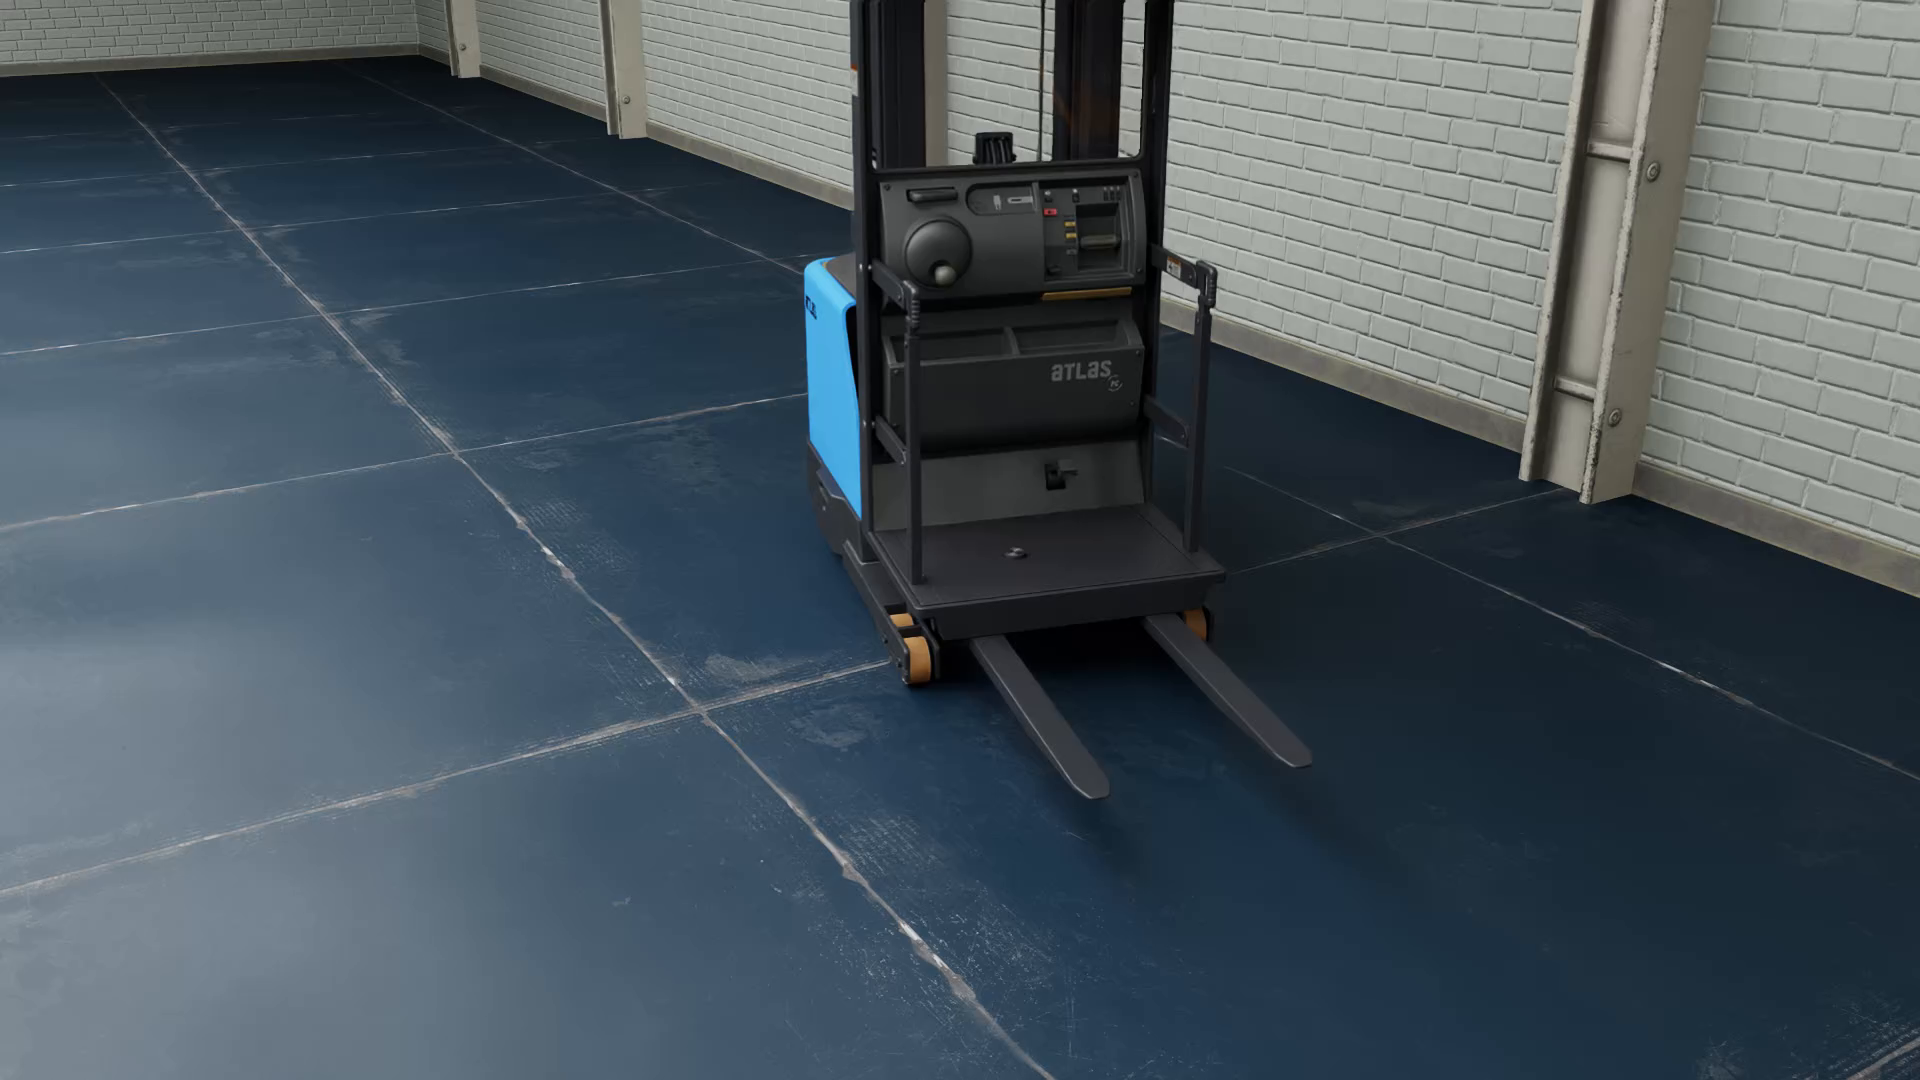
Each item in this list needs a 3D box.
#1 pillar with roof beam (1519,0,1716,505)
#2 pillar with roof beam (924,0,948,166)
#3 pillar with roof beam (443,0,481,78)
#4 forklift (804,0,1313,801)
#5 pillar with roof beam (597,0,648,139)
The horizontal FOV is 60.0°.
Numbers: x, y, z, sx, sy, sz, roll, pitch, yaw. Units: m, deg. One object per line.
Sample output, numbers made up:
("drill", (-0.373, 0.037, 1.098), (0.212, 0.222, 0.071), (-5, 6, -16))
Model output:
("pillar with roof beam", (-0.952, -3.587, 3.685), (9.100, 9.000, 0.400), (-13, 25, -28))
("pillar with roof beam", (-4.017, -5.529, 8.463), (9.100, 9.000, 0.400), (-13, 25, -28))
("pillar with roof beam", (-10.147, -9.413, 18.020), (9.100, 9.000, 0.400), (-13, 25, -28))
("forklift", (0.250, -1.033, 5.461), (1.130, 2.935, 3.031), (-6, 23, -15))
("pillar with roof beam", (-7.082, -7.471, 13.242), (9.100, 9.000, 0.400), (-13, 25, -28))
